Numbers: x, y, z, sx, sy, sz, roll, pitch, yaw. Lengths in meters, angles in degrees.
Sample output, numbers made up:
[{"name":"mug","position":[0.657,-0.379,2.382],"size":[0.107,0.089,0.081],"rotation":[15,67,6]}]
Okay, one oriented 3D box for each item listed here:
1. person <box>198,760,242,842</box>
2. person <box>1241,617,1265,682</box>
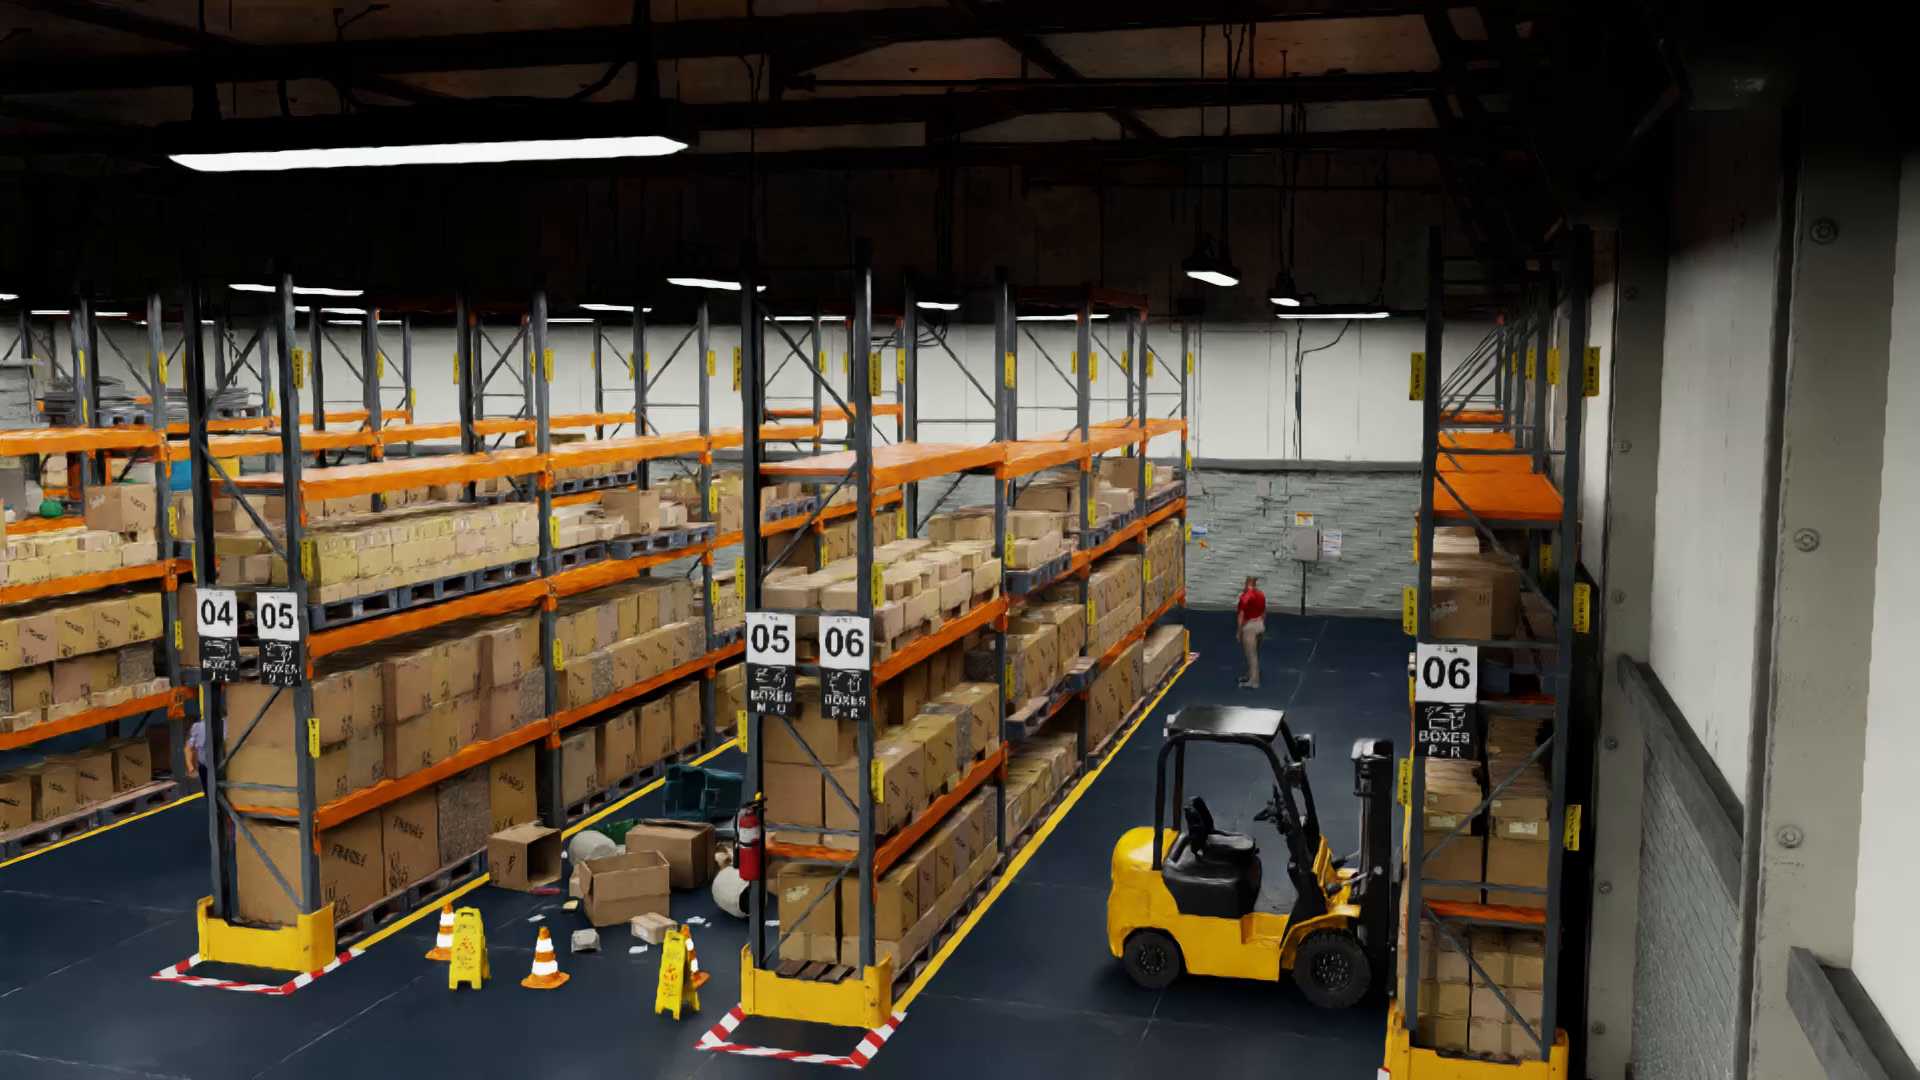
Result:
[{"name":"person","position":[-7.755,2.687,17.578],"size":[0.502,0.906,0.685],"rotation":[0,6,-1]},{"name":"person","position":[4.550,1.696,25.903],"size":[0.421,1.005,0.432],"rotation":[6,9,42]}]
